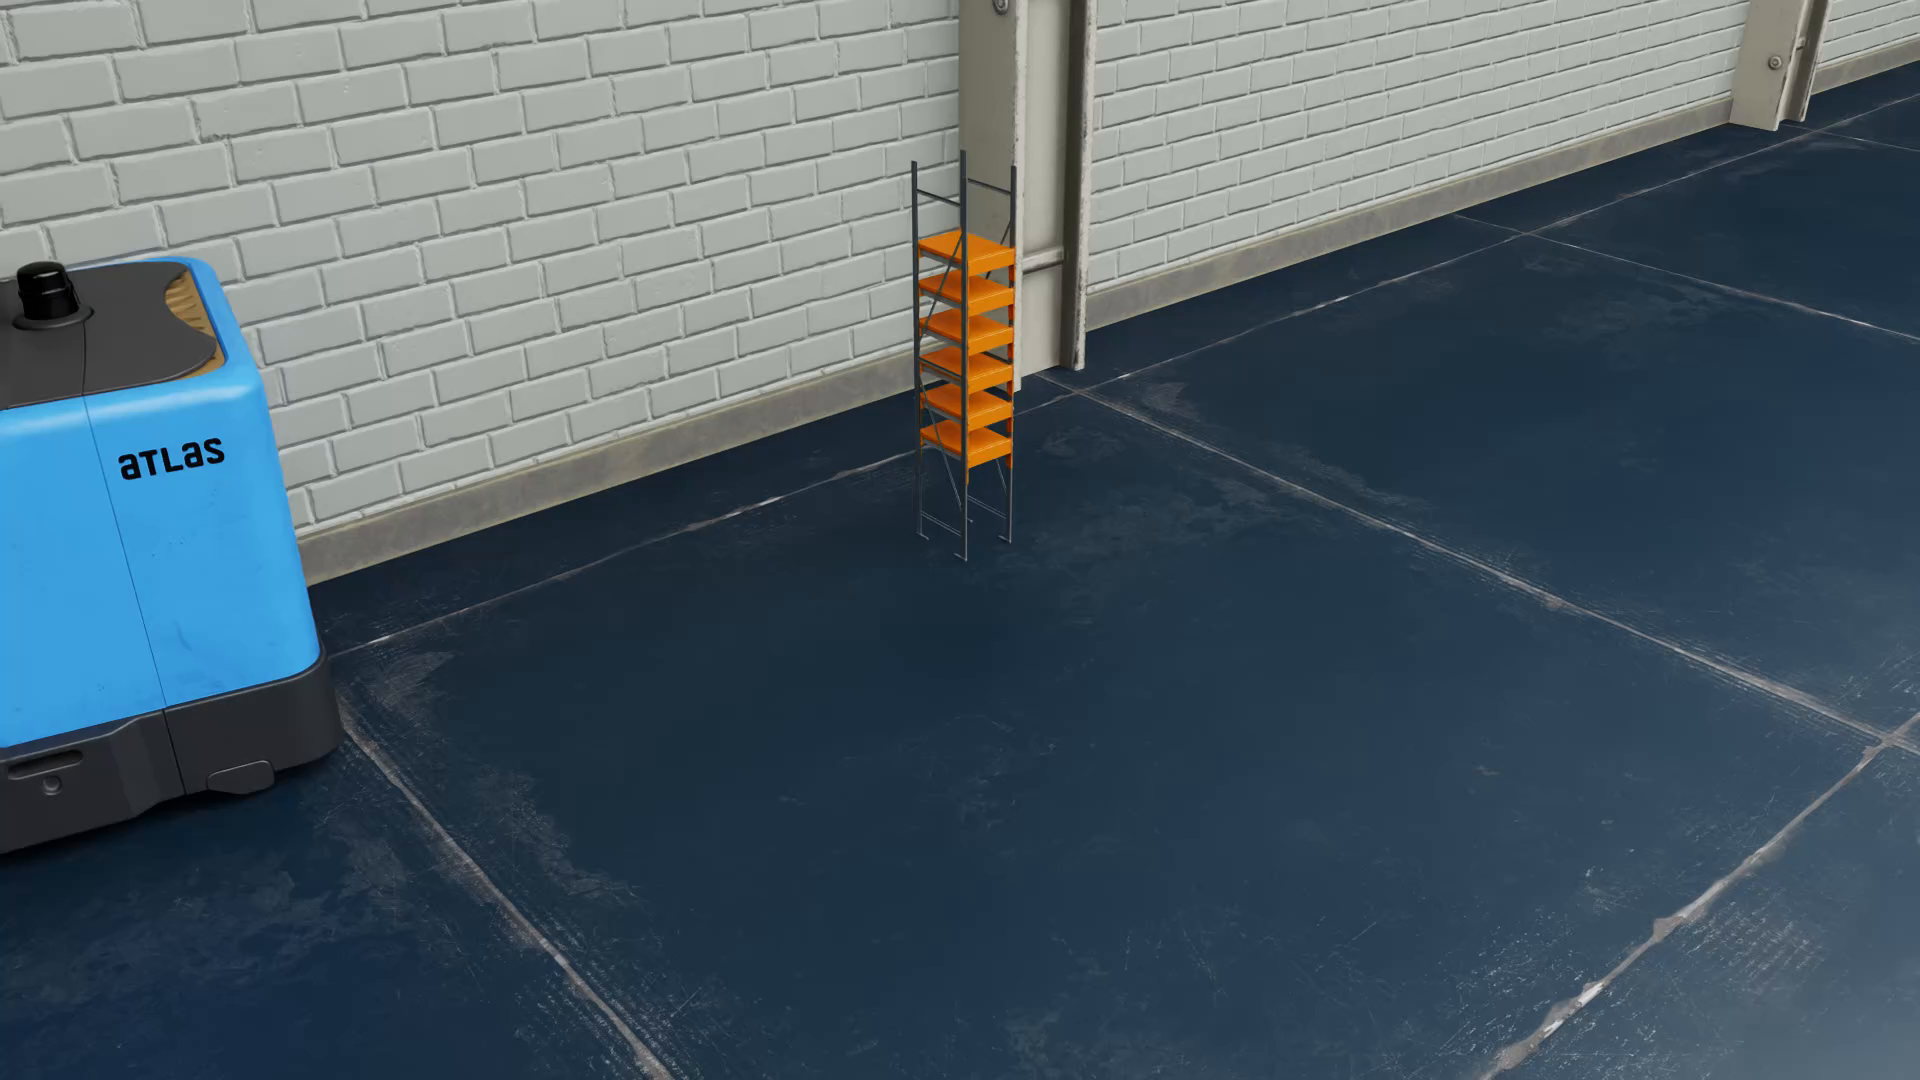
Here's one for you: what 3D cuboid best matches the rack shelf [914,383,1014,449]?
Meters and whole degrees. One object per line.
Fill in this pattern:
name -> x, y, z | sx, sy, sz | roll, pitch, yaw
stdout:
rack shelf -> 0.011, -0.389, 5.053 | 0.180, 0.103, 0.258 | -22, 35, -35

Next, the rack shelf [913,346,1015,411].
rack shelf -> 0.011, -0.494, 4.996 | 0.180, 0.103, 0.258 | -22, 35, -35

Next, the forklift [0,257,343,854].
forklift -> -3.092, -0.584, 3.232 | 3.031, 2.935, 1.130 | -14, 31, -25

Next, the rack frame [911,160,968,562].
rack frame -> -0.059, -0.506, 4.923 | 0.006, 1.200, 0.240 | -22, 35, -35

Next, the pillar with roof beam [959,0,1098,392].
pillar with roof beam -> 3.036, -3.097, 1.497 | 0.400, 9.000, 9.100 | -22, 35, -35

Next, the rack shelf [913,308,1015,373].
rack shelf -> 0.011, -0.600, 4.940 | 0.180, 0.103, 0.258 | -22, 35, -35

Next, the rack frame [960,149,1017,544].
rack frame -> 0.081, -0.562, 5.028 | 0.006, 1.200, 0.240 | -22, 35, -35

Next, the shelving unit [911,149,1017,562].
shelving unit -> 0.011, -0.534, 4.975 | 0.189, 1.200, 0.258 | -22, 35, -35

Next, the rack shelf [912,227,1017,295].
rack shelf -> 0.011, -0.812, 4.827 | 0.180, 0.103, 0.258 | -22, 35, -35

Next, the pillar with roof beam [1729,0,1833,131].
pillar with roof beam -> 7.600, -4.932, 4.931 | 0.400, 9.000, 9.100 | -22, 35, -35

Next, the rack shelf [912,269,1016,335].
rack shelf -> 0.011, -0.706, 4.883 | 0.180, 0.103, 0.258 | -22, 35, -35

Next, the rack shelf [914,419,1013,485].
rack shelf -> 0.011, -0.283, 5.110 | 0.180, 0.103, 0.258 | -22, 35, -35
